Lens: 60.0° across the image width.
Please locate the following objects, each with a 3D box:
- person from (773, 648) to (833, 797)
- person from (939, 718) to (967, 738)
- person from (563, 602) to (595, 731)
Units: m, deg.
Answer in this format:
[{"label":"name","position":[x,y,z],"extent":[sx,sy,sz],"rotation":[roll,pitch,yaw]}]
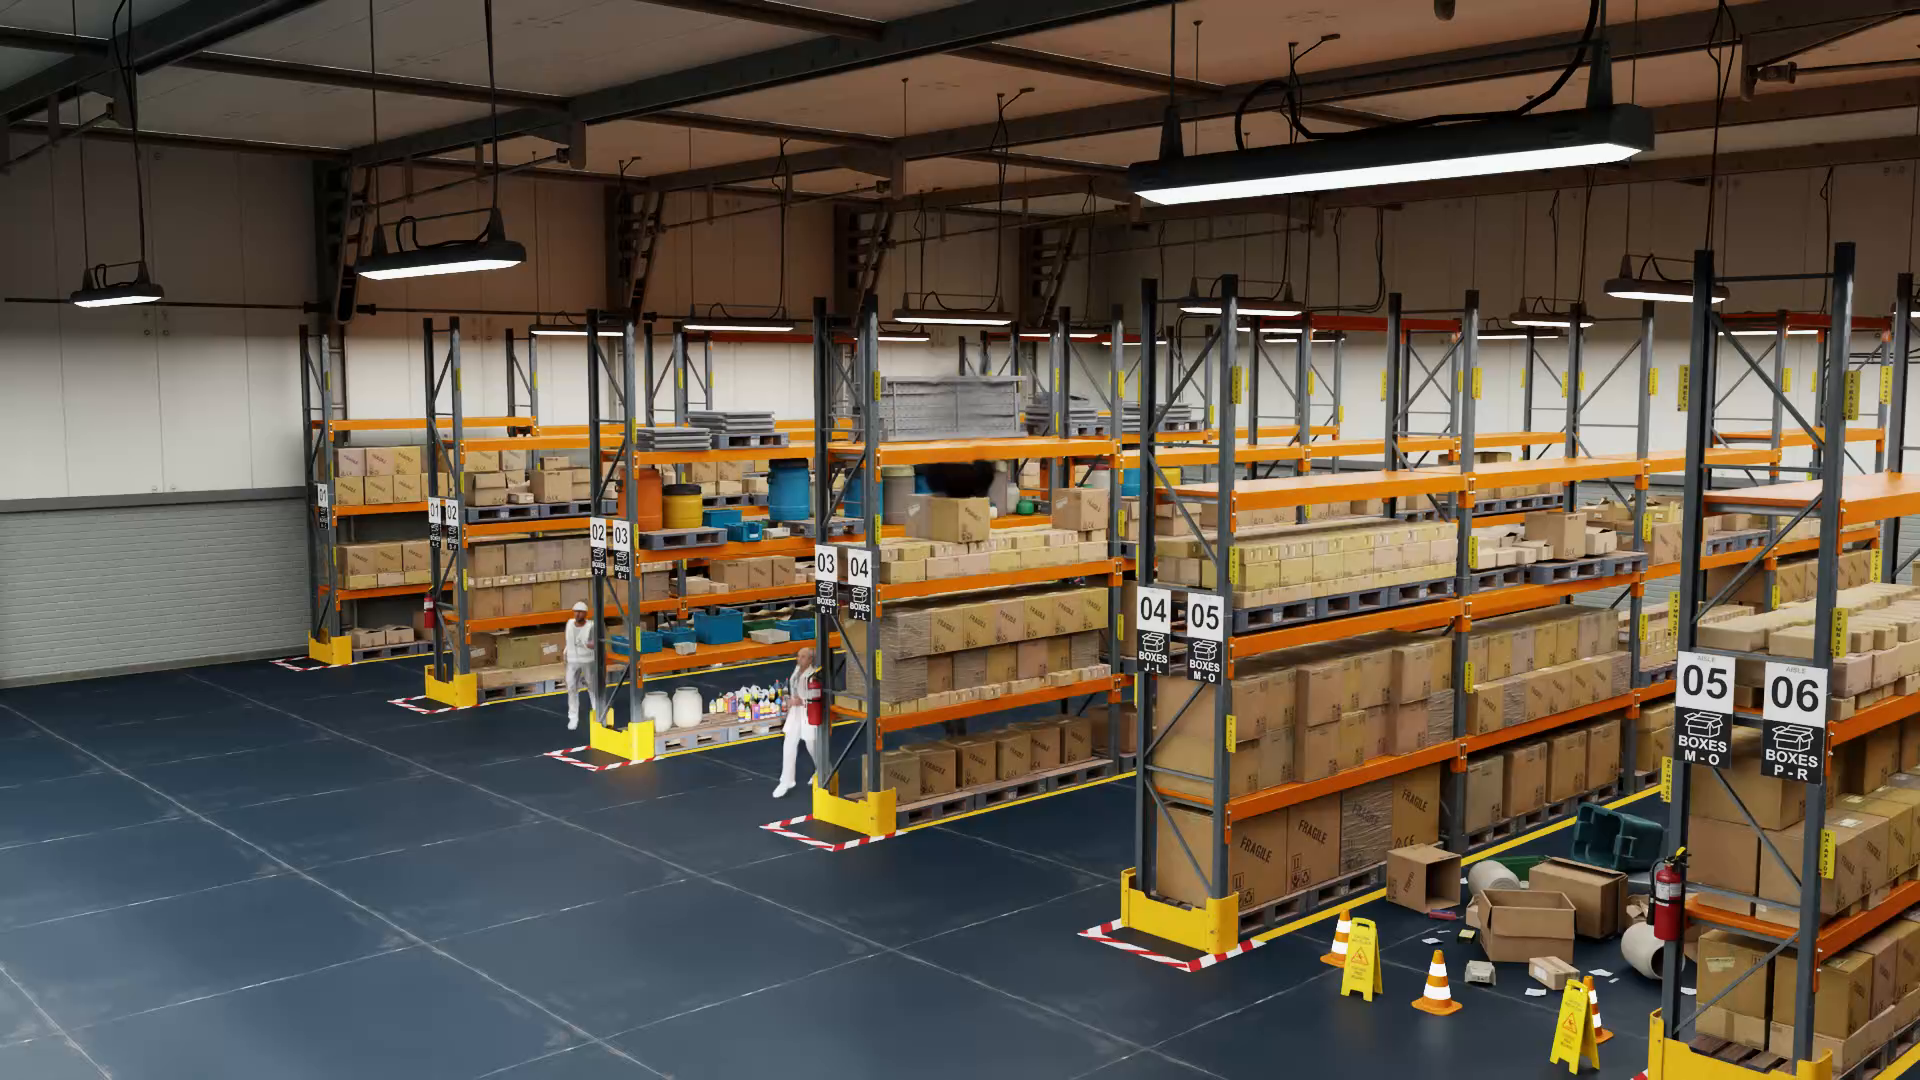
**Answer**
[{"label":"person","position":[-1.847,2.302,20.389],"extent":[0.684,1.600,0.944],"rotation":[4,7,36]},{"label":"person","position":[-0.129,2.052,22.813],"extent":[0.632,1.633,0.520],"rotation":[-5,8,-43]},{"label":"person","position":[-5.523,1.804,24.345],"extent":[0.669,1.828,0.899],"rotation":[1,6,7]}]
